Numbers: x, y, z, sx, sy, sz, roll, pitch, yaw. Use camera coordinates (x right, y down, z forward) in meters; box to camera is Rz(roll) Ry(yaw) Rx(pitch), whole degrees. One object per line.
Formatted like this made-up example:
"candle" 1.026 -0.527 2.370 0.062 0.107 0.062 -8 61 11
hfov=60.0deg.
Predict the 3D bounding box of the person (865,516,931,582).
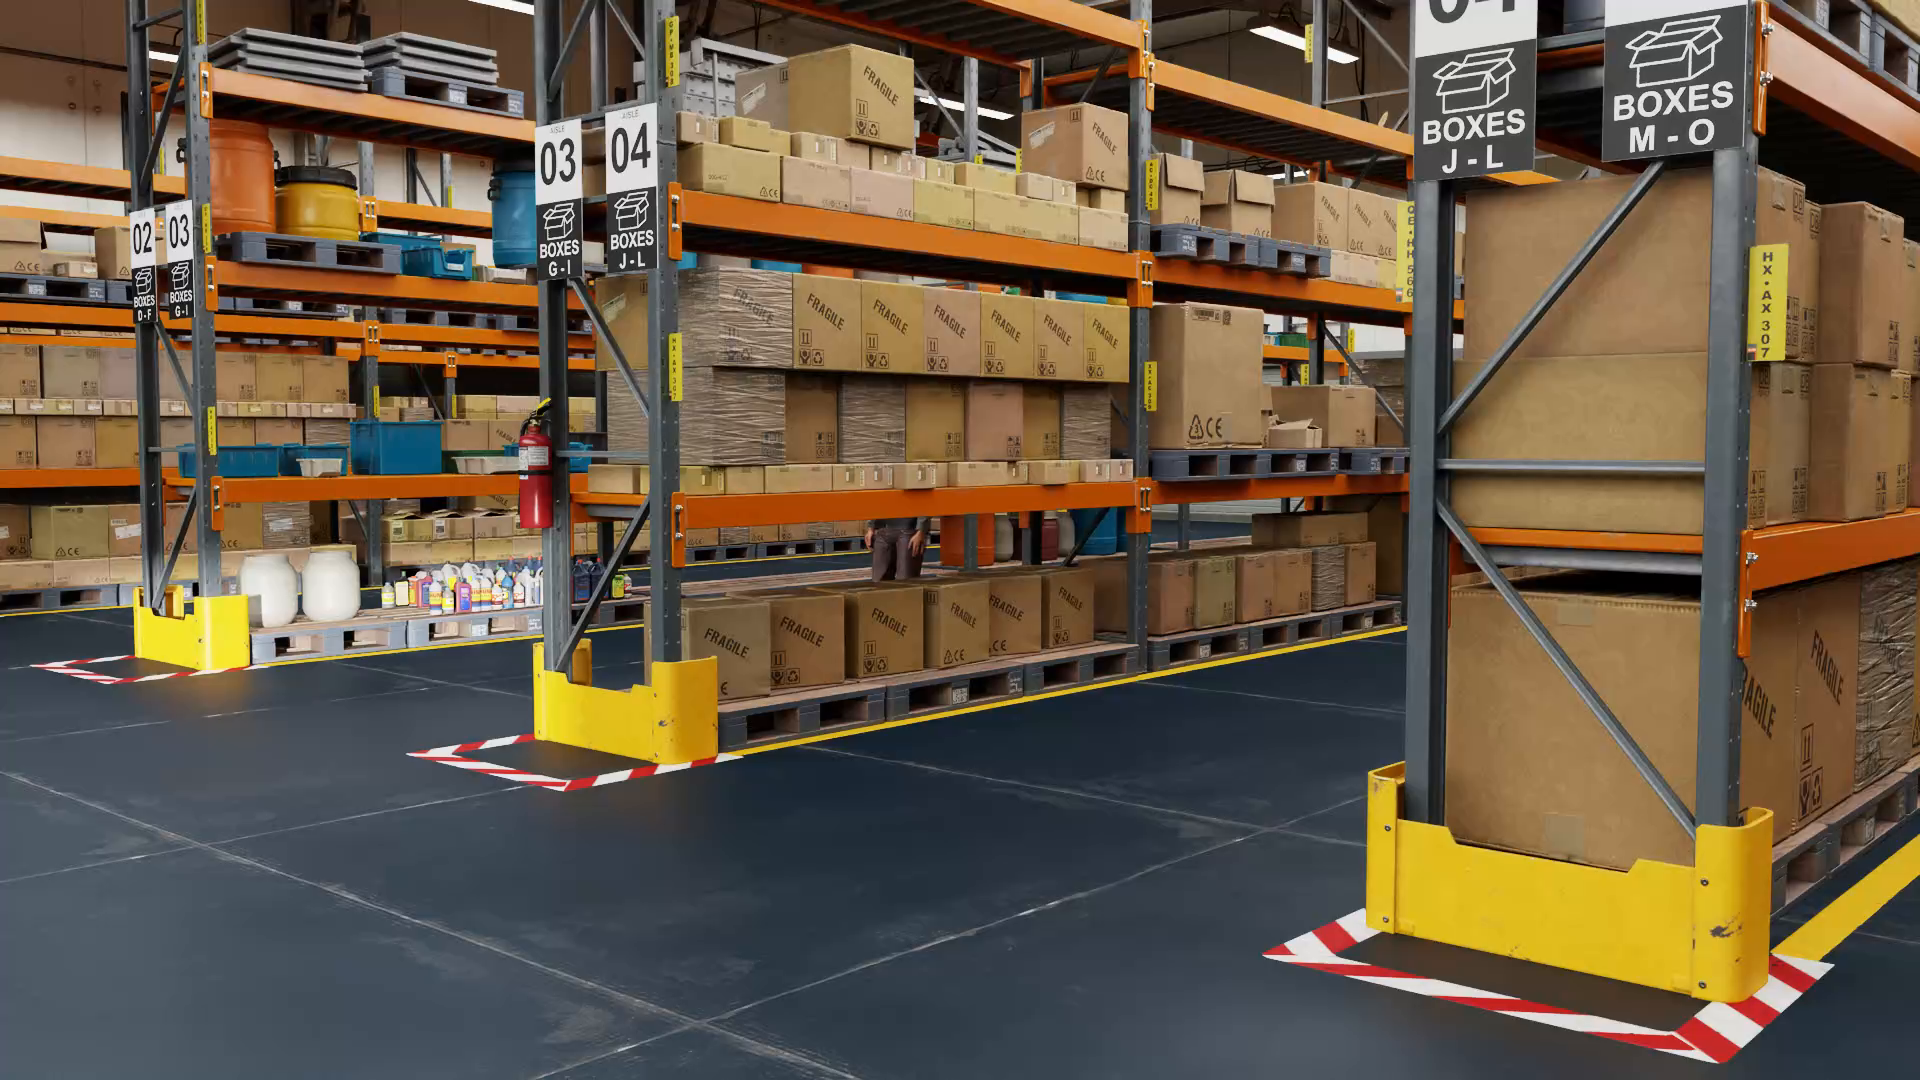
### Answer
"person" -0.443 -0.025 12.324 0.581 1.721 0.419 3 5 41
